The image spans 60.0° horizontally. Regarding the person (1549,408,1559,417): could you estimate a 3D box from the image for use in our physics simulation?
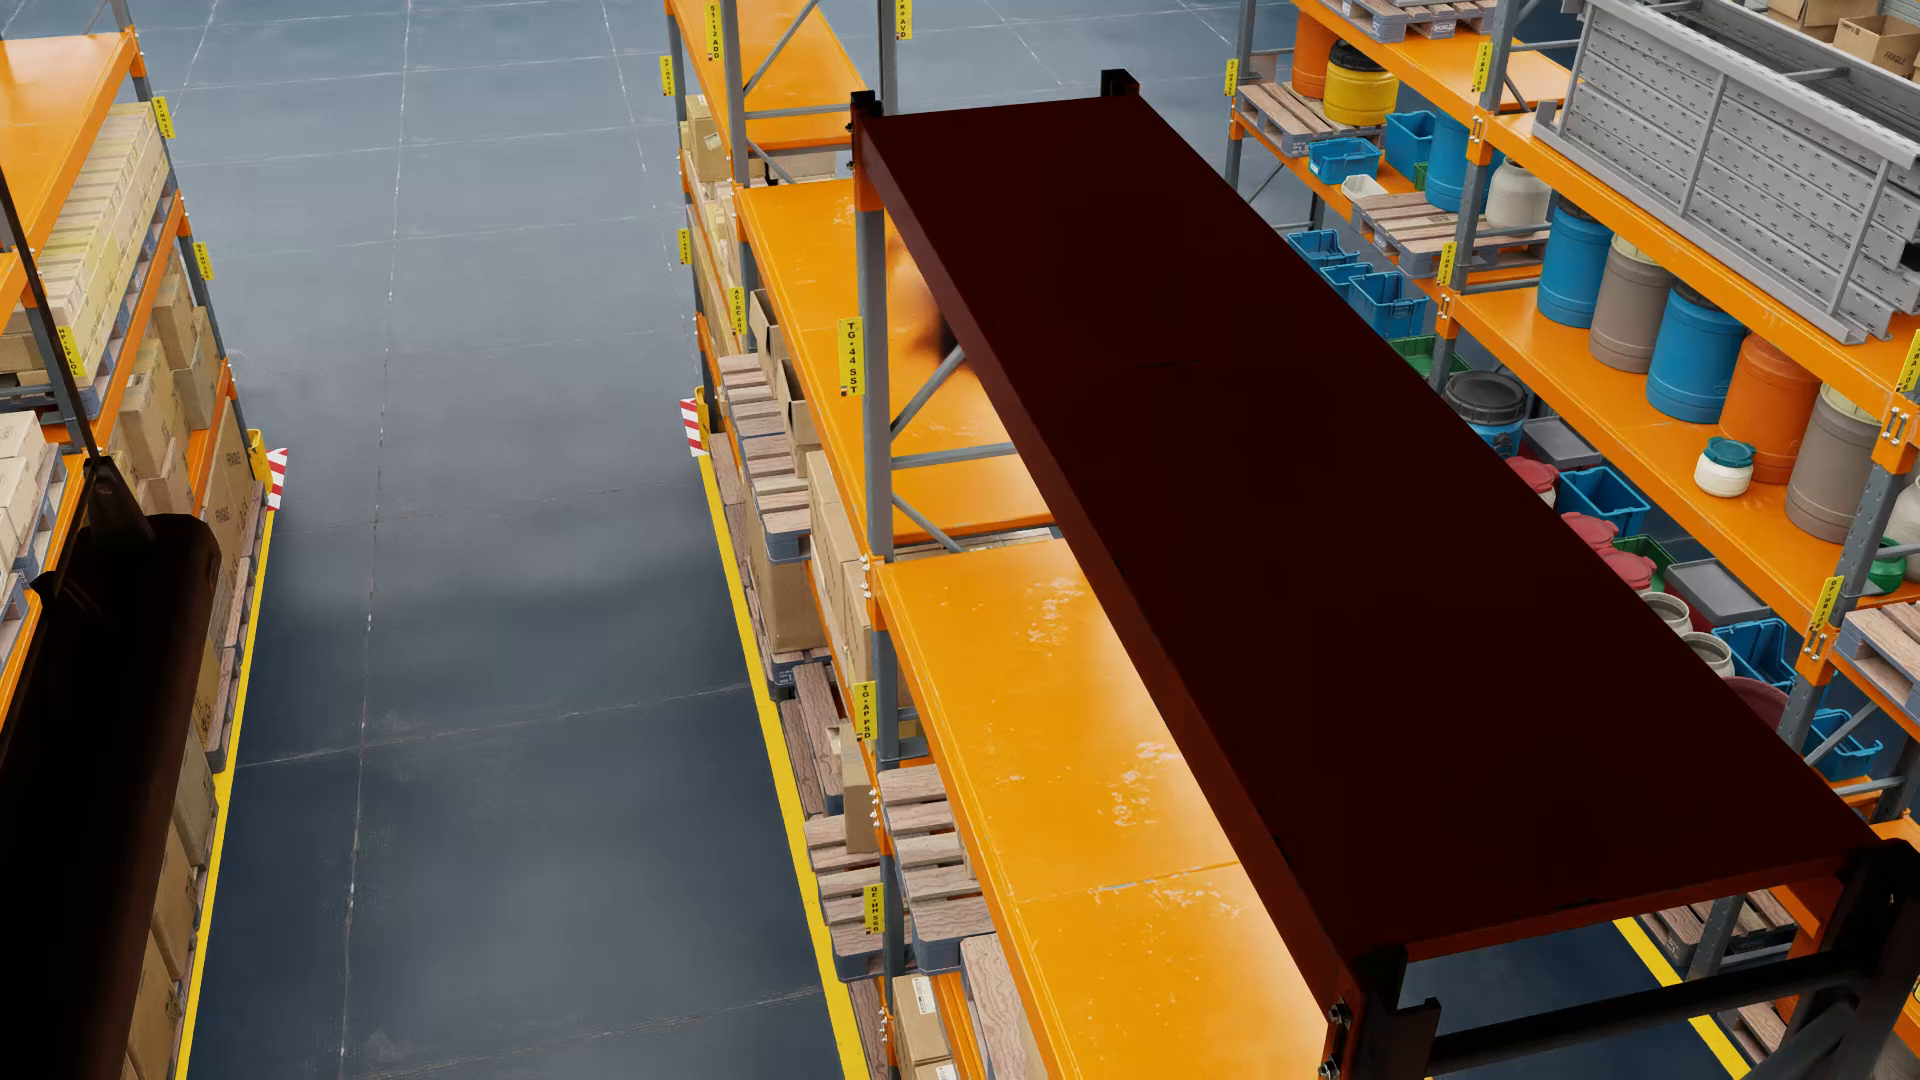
[{"bbox_3d":[5.693,-1.633,14.941,0.687,1.738,0.878,-28,44,-35],"label":"person"}]
